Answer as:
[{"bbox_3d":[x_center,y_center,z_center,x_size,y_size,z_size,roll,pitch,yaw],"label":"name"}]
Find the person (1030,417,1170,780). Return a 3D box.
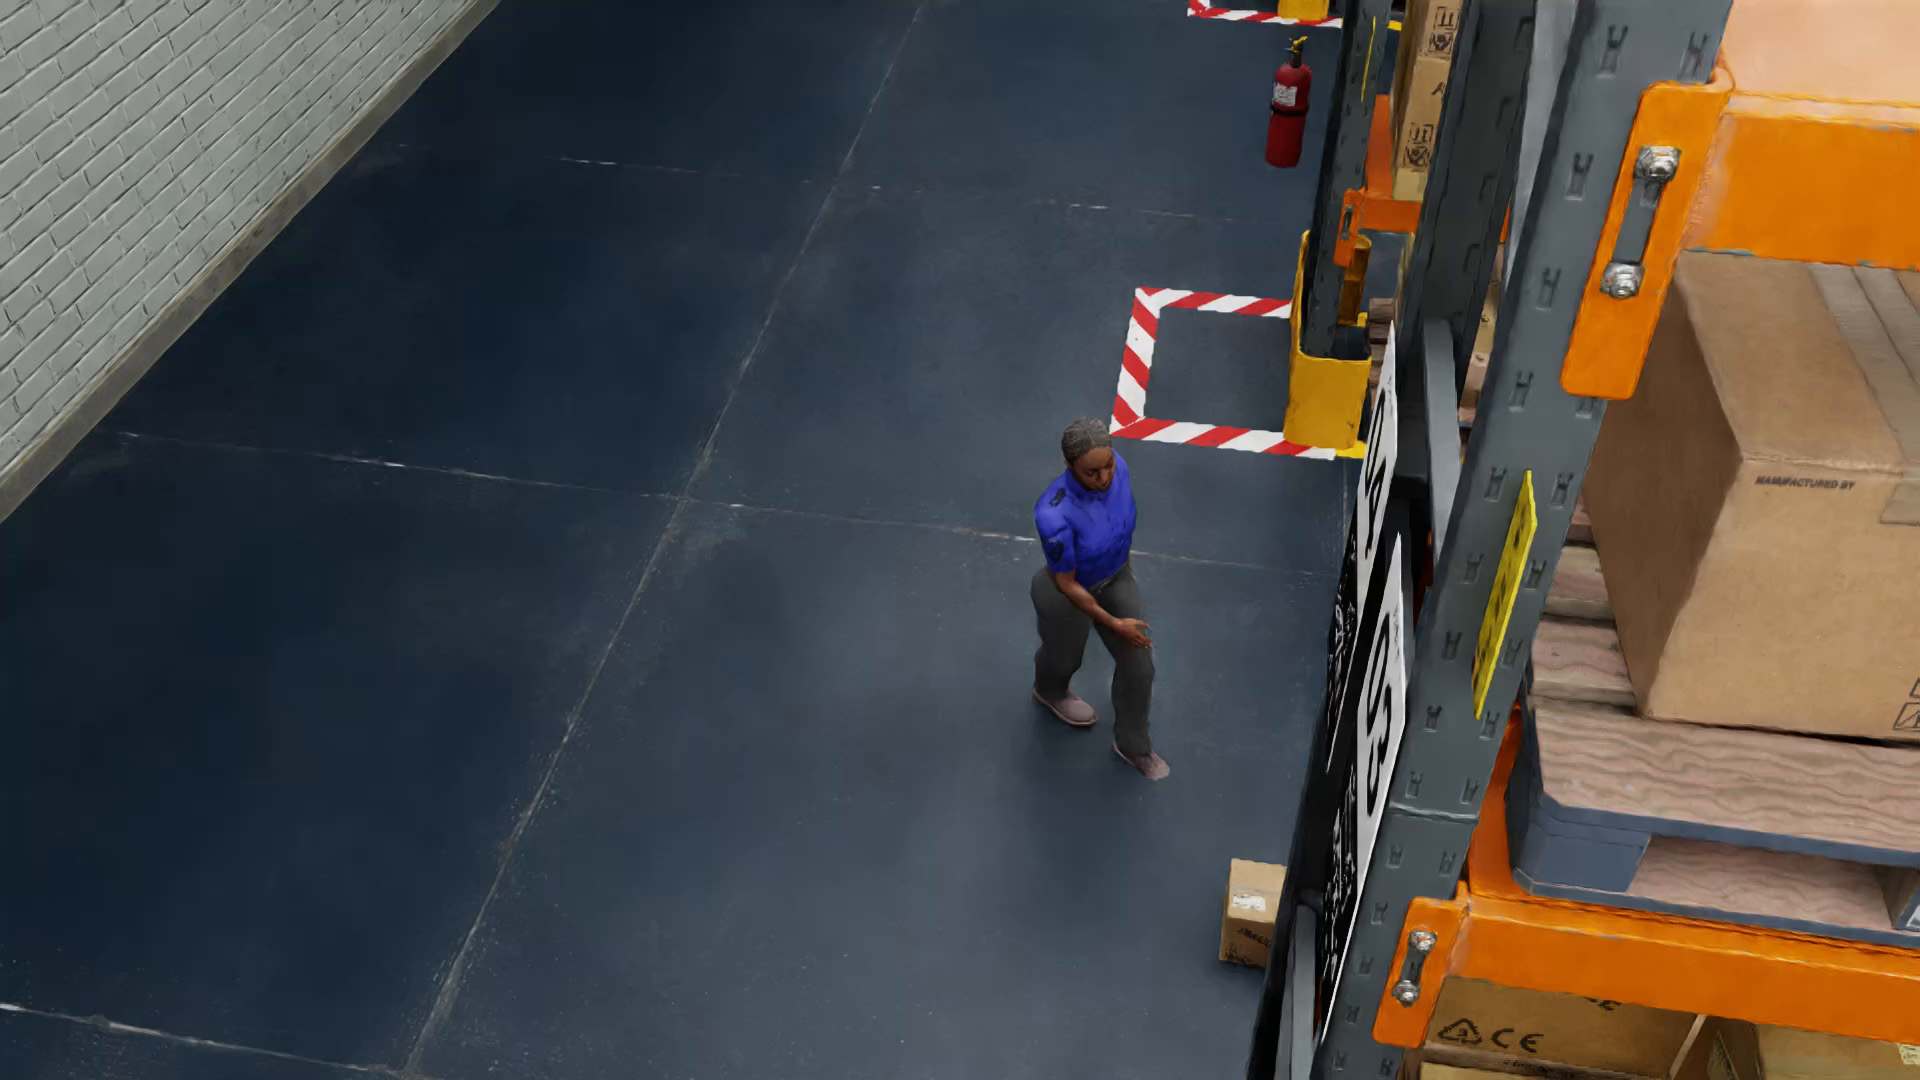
[{"bbox_3d":[0.494,0.218,5.987,0.544,1.685,0.699,-29,48,-29],"label":"person"}]
